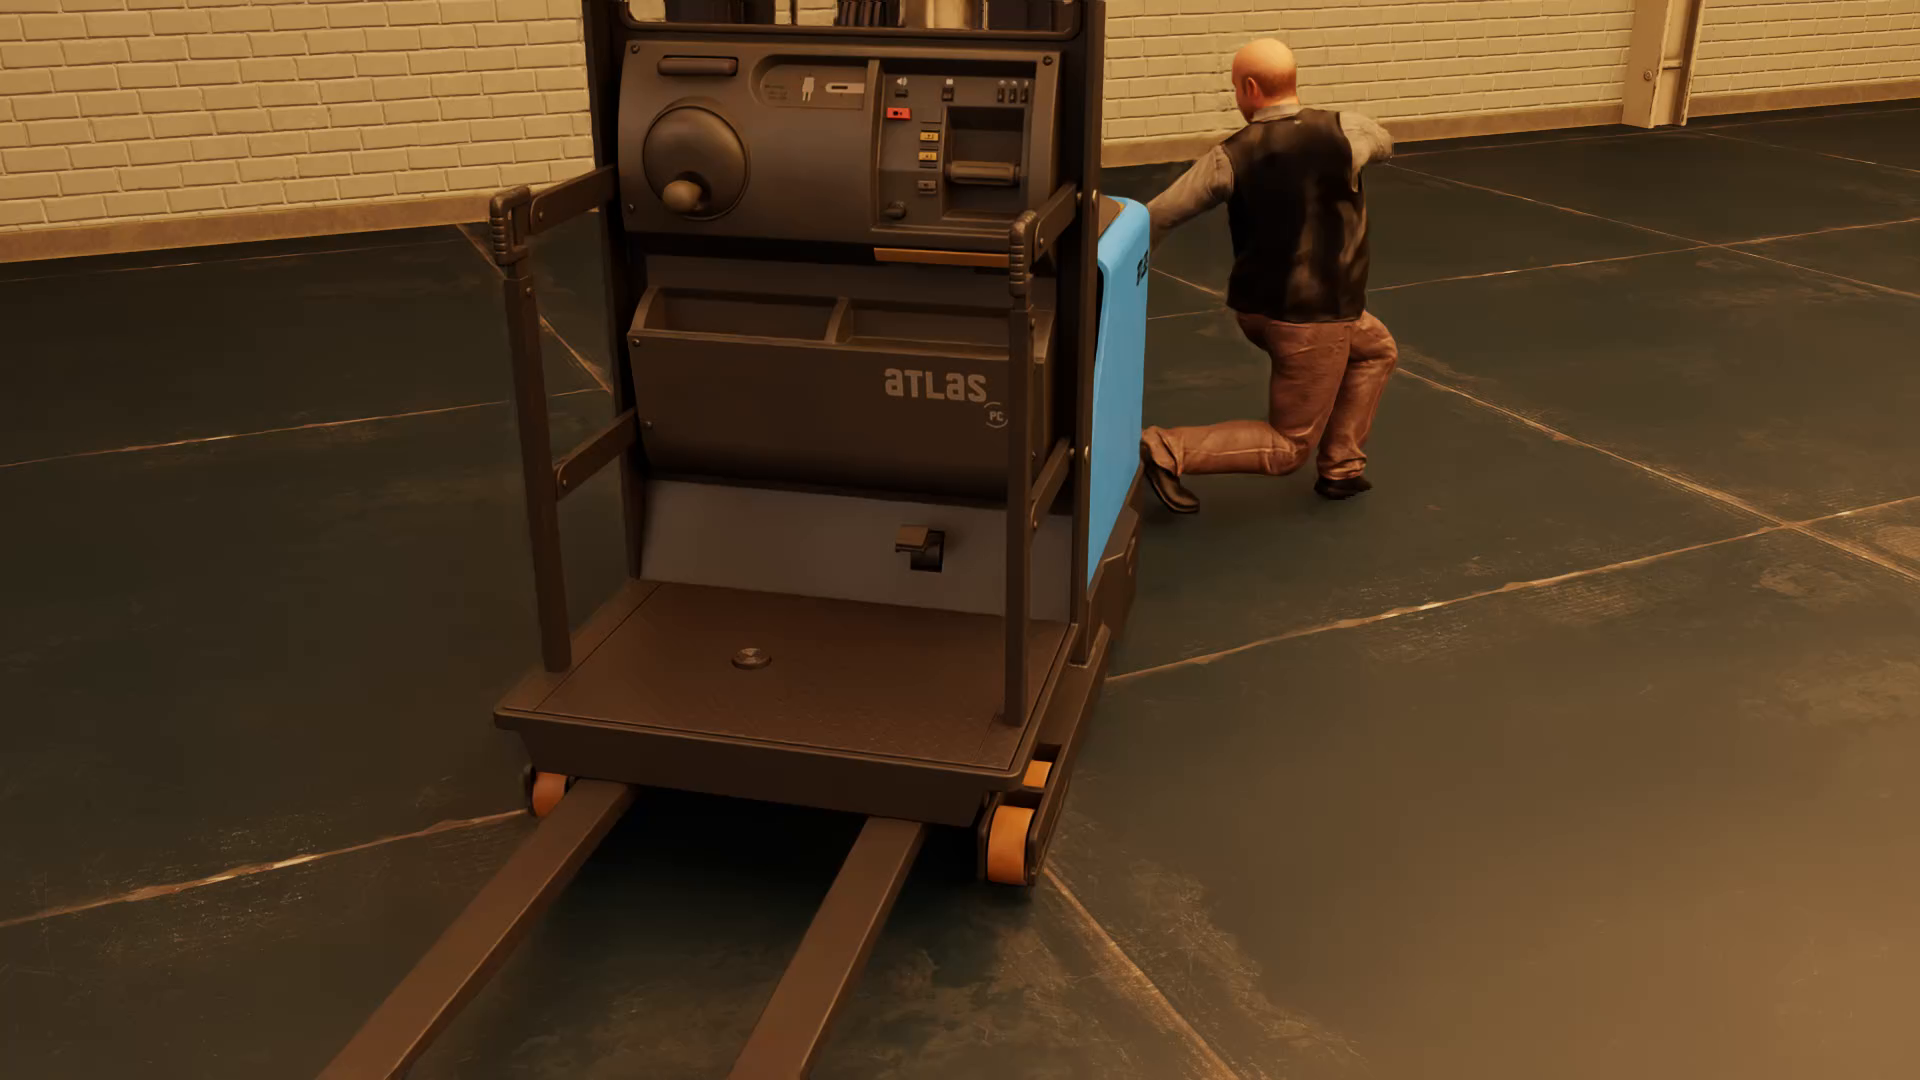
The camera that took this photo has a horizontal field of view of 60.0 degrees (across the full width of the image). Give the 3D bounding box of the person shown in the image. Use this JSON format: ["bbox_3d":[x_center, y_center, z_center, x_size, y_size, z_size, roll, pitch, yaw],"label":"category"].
[{"bbox_3d":[0.934,-0.795,5.199,0.956,1.489,0.730,-13,26,-28],"label":"person"}]

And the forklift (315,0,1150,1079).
[{"bbox_3d":[-0.308,-0.806,3.226,1.130,2.935,3.031,5,23,13],"label":"forklift"}]
